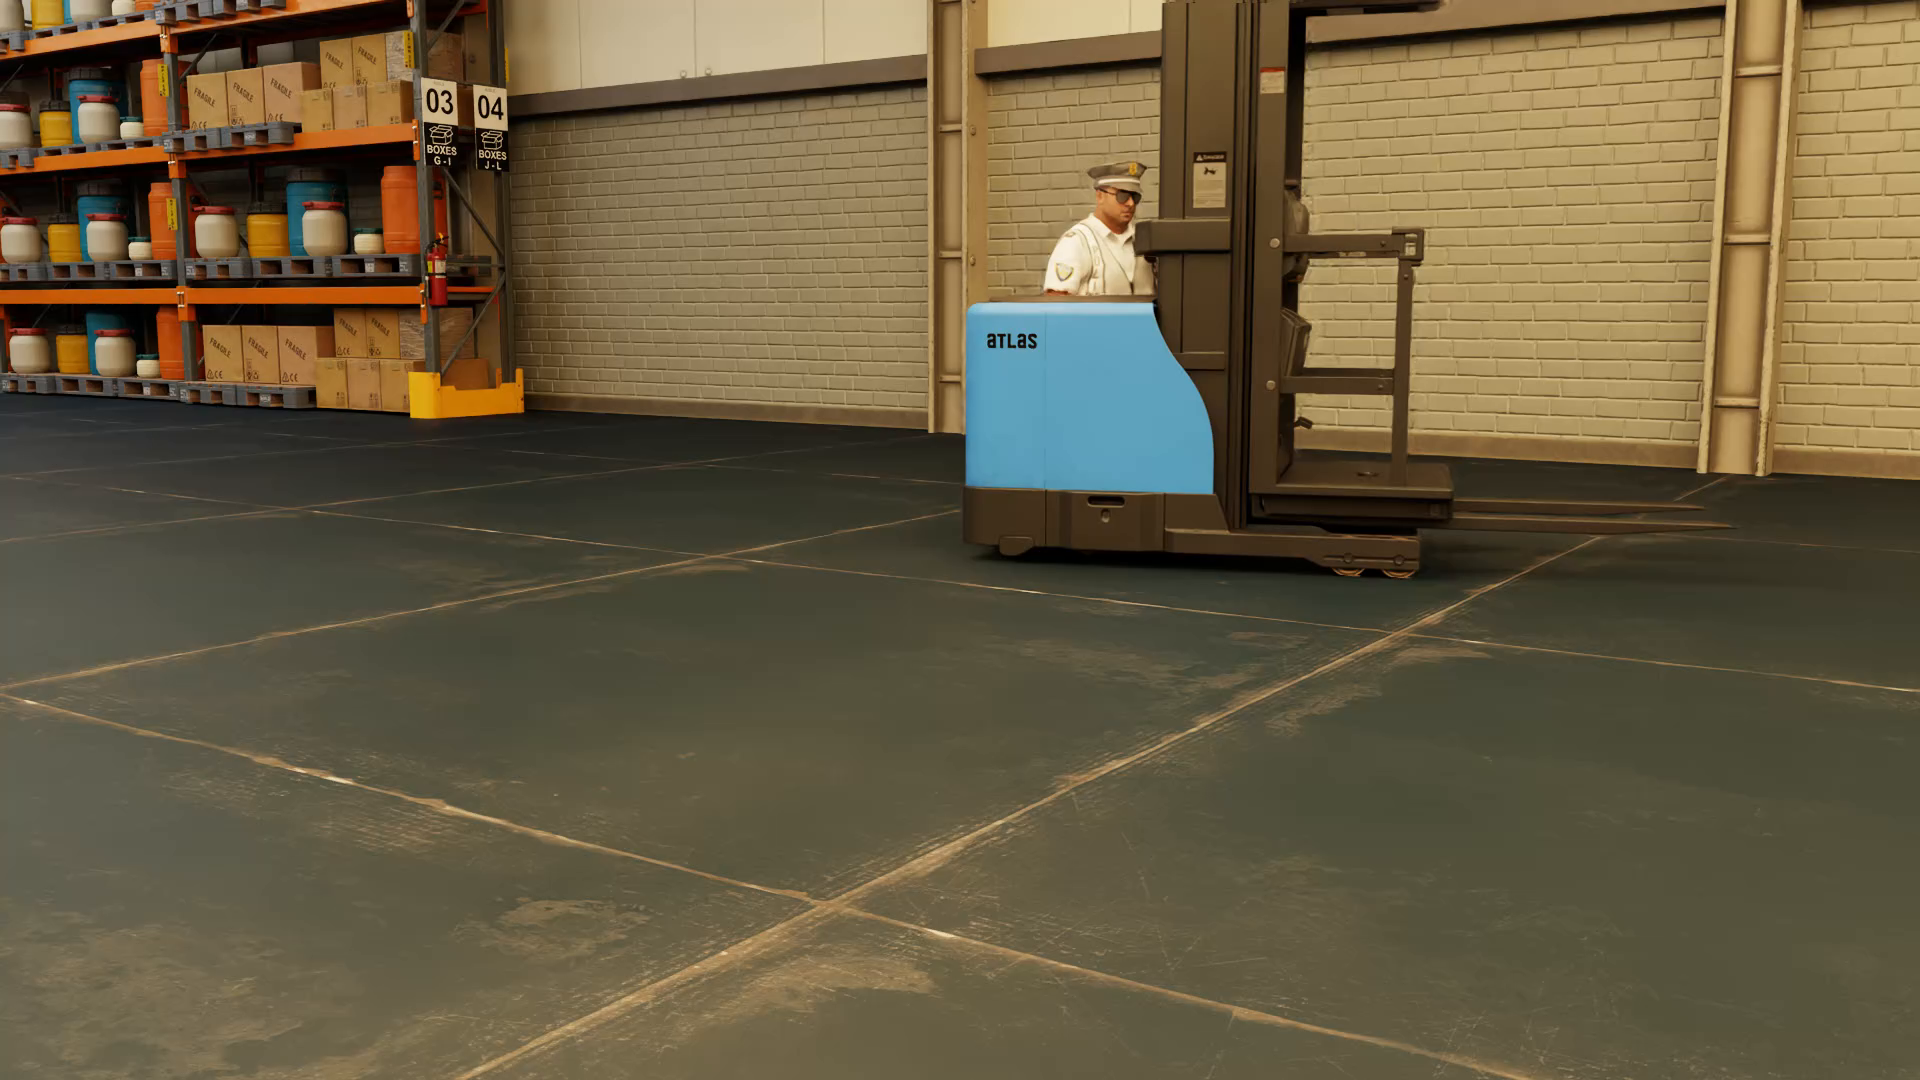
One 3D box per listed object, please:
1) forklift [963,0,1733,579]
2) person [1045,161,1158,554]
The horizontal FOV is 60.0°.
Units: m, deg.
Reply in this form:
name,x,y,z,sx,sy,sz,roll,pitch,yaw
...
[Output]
name,x,y,z,sx,sy,sz,roll,pitch,yaw
forklift,1.586,-1.381,6.901,3.031,2.935,1.130,2,8,15
person,0.730,-0.777,7.221,0.774,1.699,0.544,-4,9,-29
